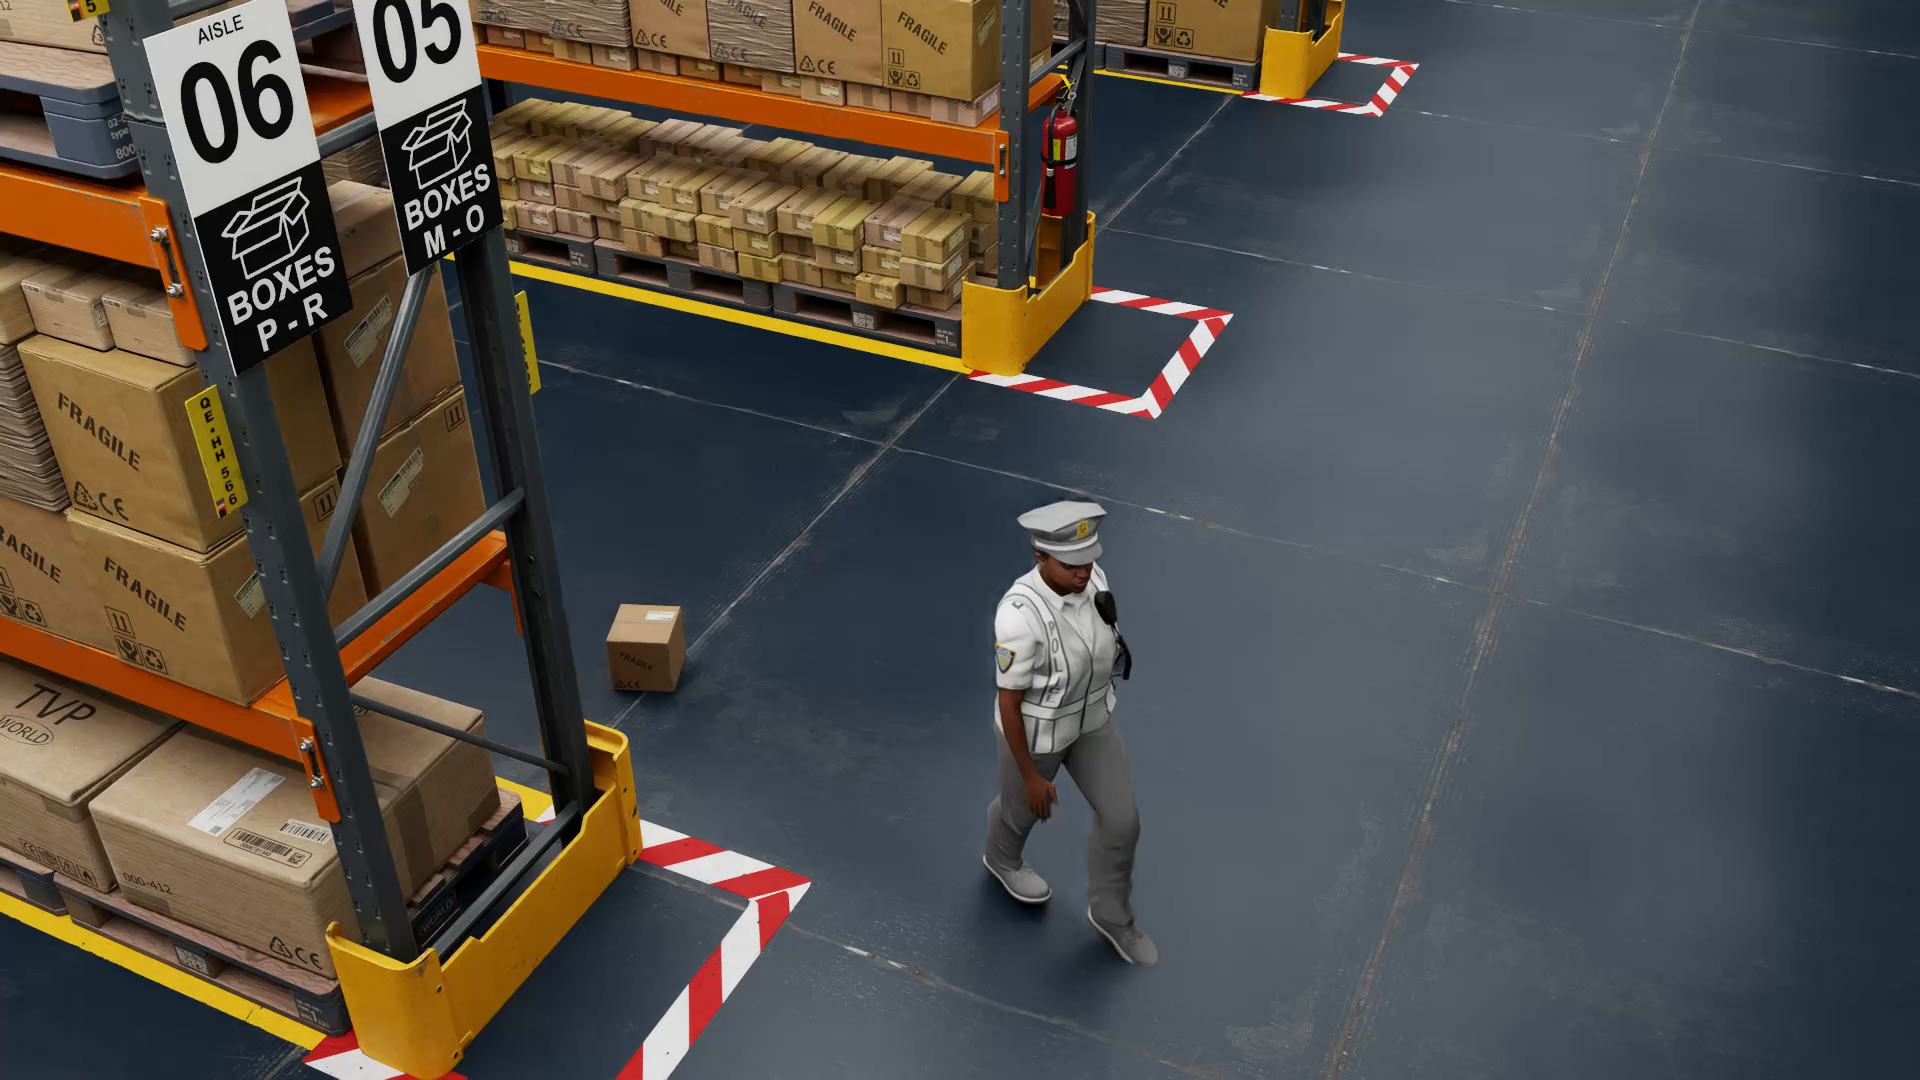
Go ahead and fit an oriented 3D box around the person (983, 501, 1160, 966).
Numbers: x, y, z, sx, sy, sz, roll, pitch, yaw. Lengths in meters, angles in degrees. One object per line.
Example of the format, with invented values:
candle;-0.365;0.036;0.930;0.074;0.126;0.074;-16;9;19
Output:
person;0.305;0.628;5.207;0.472;1.729;0.696;-23;40;-31
